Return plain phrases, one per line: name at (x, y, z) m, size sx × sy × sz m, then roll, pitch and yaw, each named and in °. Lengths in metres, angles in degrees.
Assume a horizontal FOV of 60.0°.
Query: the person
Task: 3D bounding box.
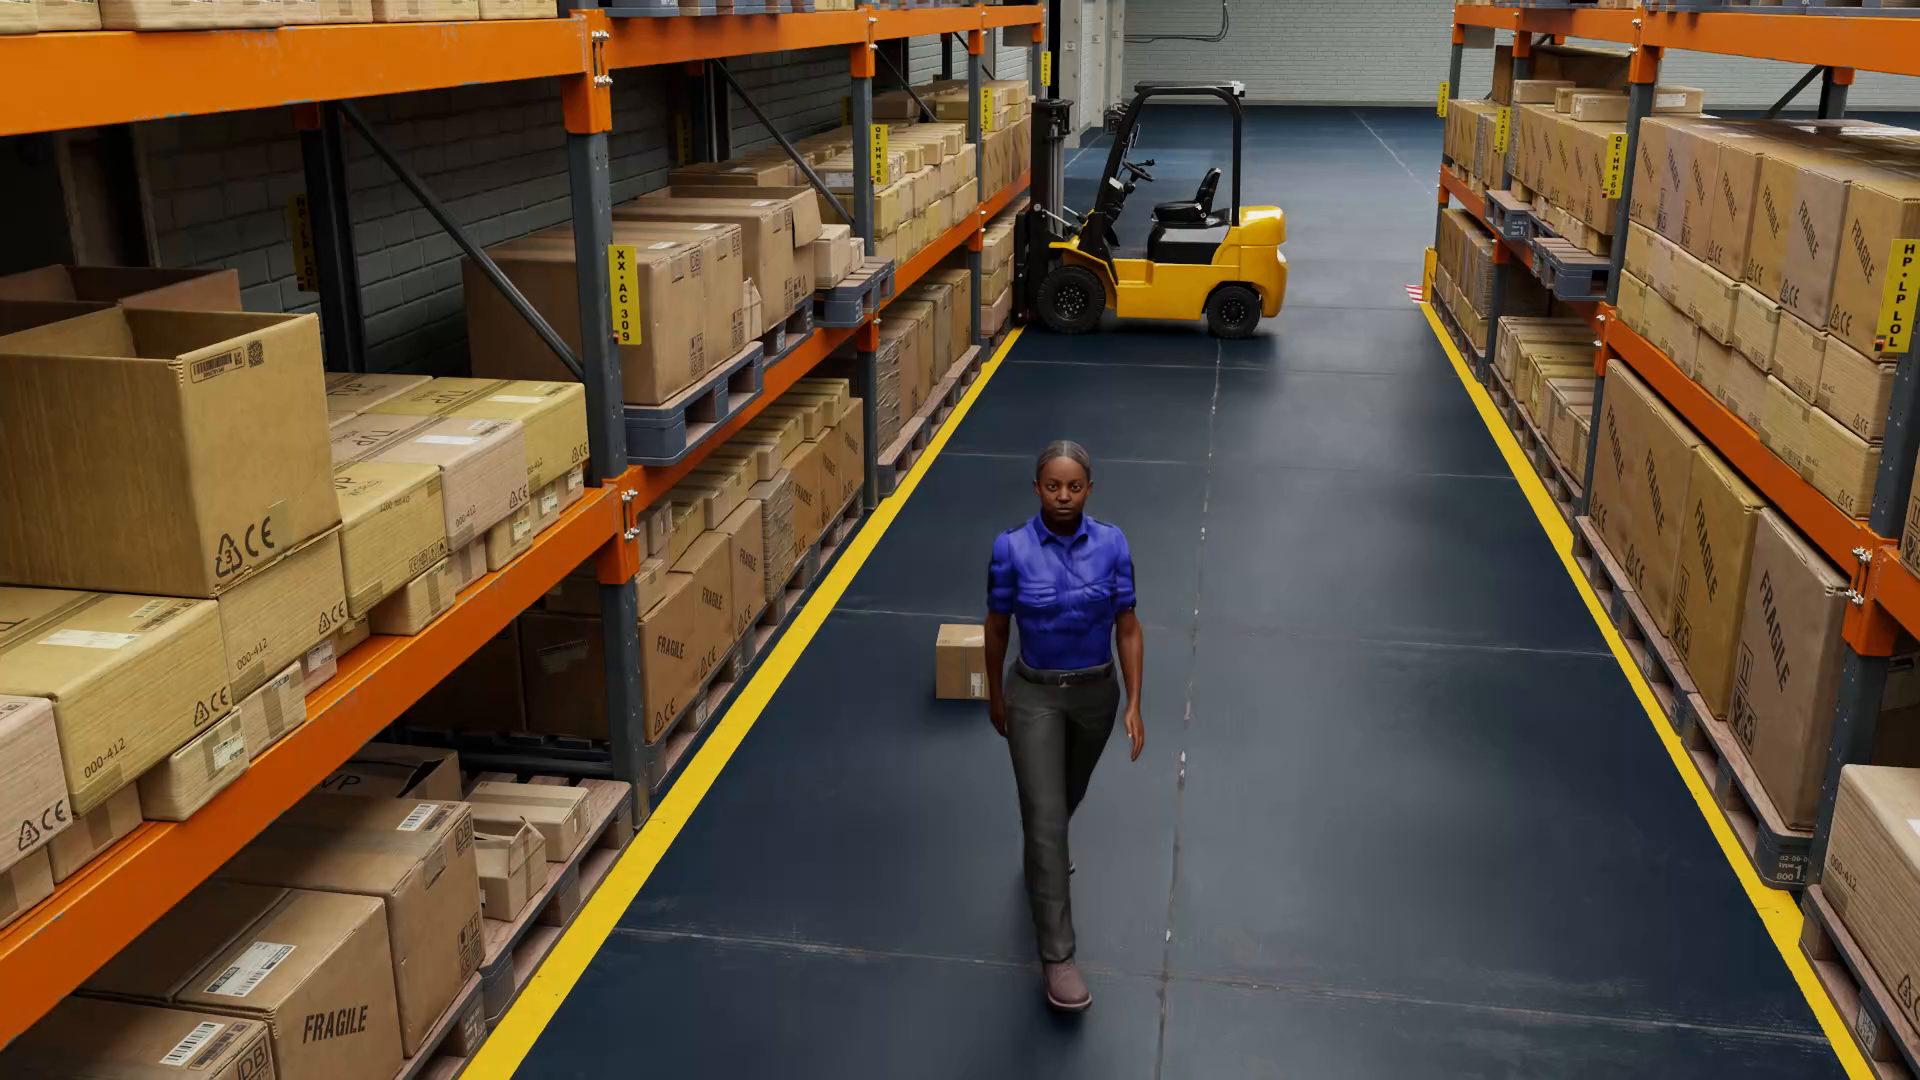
person at (0.322, 0.481, 5.064) m, size 0.451 × 1.594 × 1.029 m, roll -4°, pitch 18°, yaw -12°
